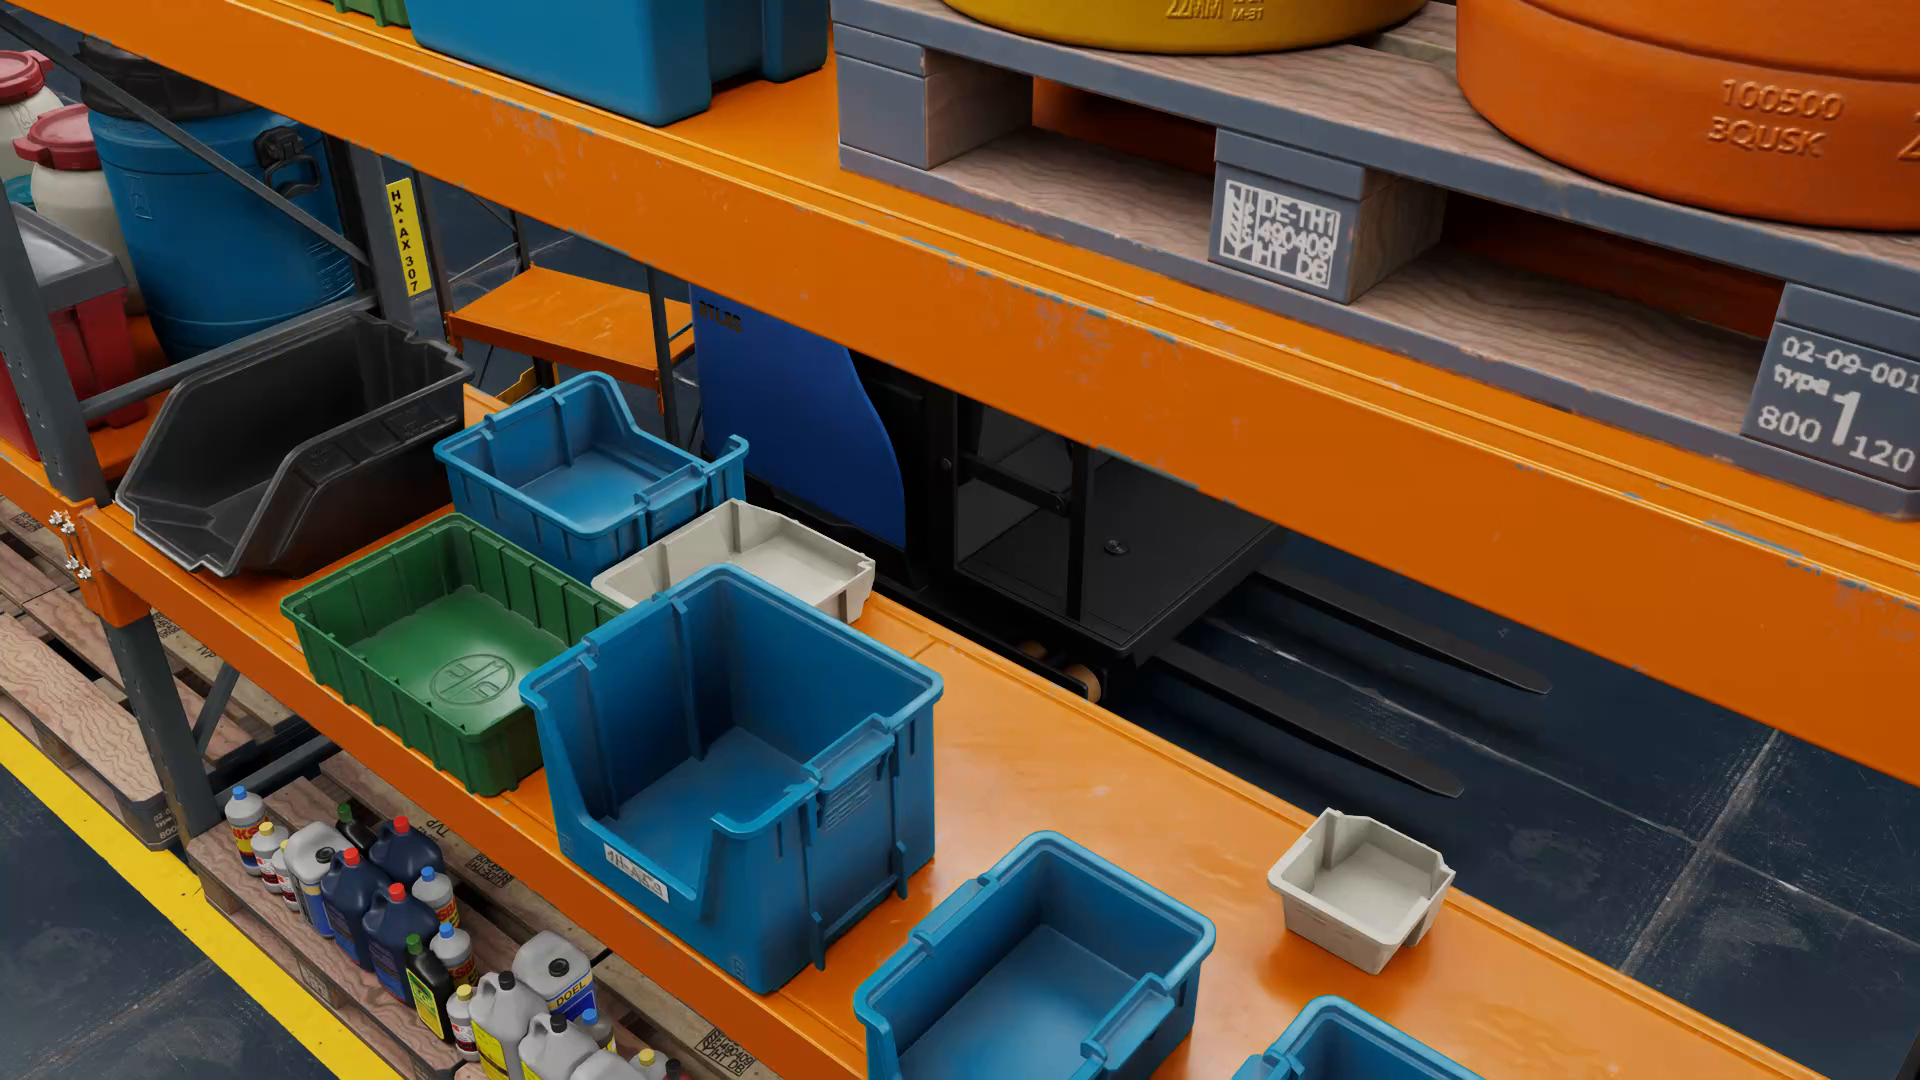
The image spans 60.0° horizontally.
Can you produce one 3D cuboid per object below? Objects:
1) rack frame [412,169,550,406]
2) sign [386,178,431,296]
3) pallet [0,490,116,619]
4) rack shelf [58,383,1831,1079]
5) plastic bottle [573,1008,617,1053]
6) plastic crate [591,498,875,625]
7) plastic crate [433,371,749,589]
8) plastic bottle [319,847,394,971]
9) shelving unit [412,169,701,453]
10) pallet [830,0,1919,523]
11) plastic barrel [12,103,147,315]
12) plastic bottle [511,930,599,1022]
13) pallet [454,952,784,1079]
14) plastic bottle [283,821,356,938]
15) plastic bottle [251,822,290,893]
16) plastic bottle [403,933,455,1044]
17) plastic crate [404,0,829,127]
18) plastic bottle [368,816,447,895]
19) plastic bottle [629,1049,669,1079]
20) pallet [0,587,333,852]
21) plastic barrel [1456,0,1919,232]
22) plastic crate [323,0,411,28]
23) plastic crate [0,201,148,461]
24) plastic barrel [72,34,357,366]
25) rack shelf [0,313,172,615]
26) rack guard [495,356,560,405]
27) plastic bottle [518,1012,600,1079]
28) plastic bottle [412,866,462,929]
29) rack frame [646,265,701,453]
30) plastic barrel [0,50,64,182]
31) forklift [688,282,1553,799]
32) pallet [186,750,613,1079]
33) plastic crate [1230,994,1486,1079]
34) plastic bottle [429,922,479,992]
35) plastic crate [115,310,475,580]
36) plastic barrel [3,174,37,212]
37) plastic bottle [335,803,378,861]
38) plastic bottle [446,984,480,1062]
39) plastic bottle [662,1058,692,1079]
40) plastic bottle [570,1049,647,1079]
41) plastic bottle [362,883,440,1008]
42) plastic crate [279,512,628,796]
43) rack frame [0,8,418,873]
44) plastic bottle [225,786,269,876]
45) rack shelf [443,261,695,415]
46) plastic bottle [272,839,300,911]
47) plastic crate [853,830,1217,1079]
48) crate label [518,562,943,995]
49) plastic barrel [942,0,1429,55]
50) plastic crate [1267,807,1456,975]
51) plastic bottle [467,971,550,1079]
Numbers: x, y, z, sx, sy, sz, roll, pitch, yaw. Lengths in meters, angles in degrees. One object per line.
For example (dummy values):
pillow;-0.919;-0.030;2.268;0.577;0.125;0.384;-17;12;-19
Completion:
rack frame;-1.862;-1.072;6.487;0.032;1.500;0.500;16;38;22
sign;-1.520;-0.824;4.555;0.005;0.325;0.100;25;42;32
pallet;-3.451;-0.034;6.113;1.213;0.211;1.003;25;42;32
rack shelf;-0.343;0.547;3.440;4.000;0.370;1.077;25;42;32
plastic bottle;-0.867;1.192;3.948;0.097;0.201;0.097;0;34;0
plastic crate;-0.471;0.112;3.670;0.437;0.136;0.530;25;42;32
plastic crate;-0.856;-0.130;3.921;0.616;0.251;0.499;25;42;32
plastic bottle;-1.526;0.909;4.228;0.185;0.351;0.144;26;42;33
shelving unit;-1.419;-0.943;6.298;1.083;1.500;0.587;16;38;22
pallet;0.620;-0.526;1.884;1.213;0.211;1.003;25;42;32
plastic barrel;-2.475;-0.972;4.896;0.433;0.535;0.433;0;34;0
plastic bottle;-0.978;1.089;4.032;0.135;0.276;0.152;25;42;32
pallet;-0.449;1.378;4.056;1.213;0.211;1.003;25;42;32
plastic bottle;-1.650;0.878;4.338;0.135;0.276;0.152;27;43;33
plastic bottle;-1.838;0.841;4.459;0.097;0.201;0.097;0;34;0
plastic bottle;-1.280;1.083;4.034;0.133;0.283;0.061;27;43;34
plastic crate;-0.465;-0.815;2.152;0.575;0.384;0.392;25;42;32
plastic bottle;-1.433;0.847;4.319;0.185;0.351;0.144;25;42;32
plastic bottle;-0.716;1.258;3.852;0.097;0.201;0.097;0;34;0
pallet;-2.509;0.408;5.470;1.213;0.211;1.003;25;42;32
plastic barrel;0.739;-0.733;1.267;0.708;0.830;0.600;25;42;32
plastic crate;-0.842;-0.933;2.497;0.450;0.188;0.336;25;42;32
plastic crate;-2.448;-0.543;4.334;0.583;0.464;0.402;25;42;32
plastic barrel;-1.984;-0.953;4.545;0.708;0.901;0.600;25;42;32
rack shelf;-3.418;-0.902;5.549;4.000;0.370;1.077;25;42;32
rack guard;-1.861;-0.557;6.840;0.087;0.250;0.587;16;38;22
plastic bottle;-0.911;1.199;3.806;0.185;0.351;0.144;27;43;34
plastic bottle;-1.337;0.942;4.250;0.097;0.271;0.097;0;34;0
rack frame;-0.958;-0.809;6.103;0.032;1.500;0.500;16;38;22
plastic barrel;-3.039;-1.238;5.283;0.433;0.535;0.433;0;34;0
forklift;0.482;-0.979;5.086;3.031;2.935;1.130;25;42;32
pallet;-1.391;0.937;4.700;1.213;0.211;1.003;25;42;32
plastic crate;0.617;0.985;2.298;0.616;0.251;0.499;25;42;32
plastic bottle;-1.244;1.047;4.097;0.097;0.271;0.097;0;34;0
plastic crate;-1.560;-0.204;3.952;0.504;0.338;0.767;25;42;32
plastic barrel;-2.800;-0.963;5.125;0.301;0.262;0.301;0;34;0
plastic bottle;-1.582;0.829;4.404;0.133;0.283;0.061;25;42;32
plastic bottle;-1.178;1.152;4.006;0.097;0.201;0.097;0;34;0
plastic bottle;-0.607;1.289;3.735;0.133;0.283;0.061;25;42;32
plastic bottle;-0.781;1.288;3.742;0.135;0.276;0.152;24;41;31
plastic bottle;-1.381;0.978;4.128;0.185;0.351;0.144;23;41;30
plastic crate;-1.018;0.228;3.456;0.662;0.188;0.450;25;42;32
rack frame;-1.881;-0.474;4.291;0.127;3.000;1.000;25;42;32
plastic bottle;-1.916;0.775;4.493;0.097;0.271;0.097;0;34;0
rack shelf;-1.410;-0.792;6.397;1.000;0.185;0.538;16;38;22
plastic bottle;-1.760;0.878;4.406;0.097;0.201;0.097;0;34;0
plastic crate;0.122;0.747;2.644;0.408;0.251;0.499;25;42;32
crate label;-0.394;0.411;2.971;0.616;0.435;0.502;25;42;32
plastic barrel;0.236;-0.870;1.681;0.600;0.588;0.600;0;34;0
plastic crate;0.712;0.619;2.932;0.250;0.136;0.298;25;42;32
plastic bottle;-1.054;1.132;3.904;0.185;0.351;0.144;25;42;31
